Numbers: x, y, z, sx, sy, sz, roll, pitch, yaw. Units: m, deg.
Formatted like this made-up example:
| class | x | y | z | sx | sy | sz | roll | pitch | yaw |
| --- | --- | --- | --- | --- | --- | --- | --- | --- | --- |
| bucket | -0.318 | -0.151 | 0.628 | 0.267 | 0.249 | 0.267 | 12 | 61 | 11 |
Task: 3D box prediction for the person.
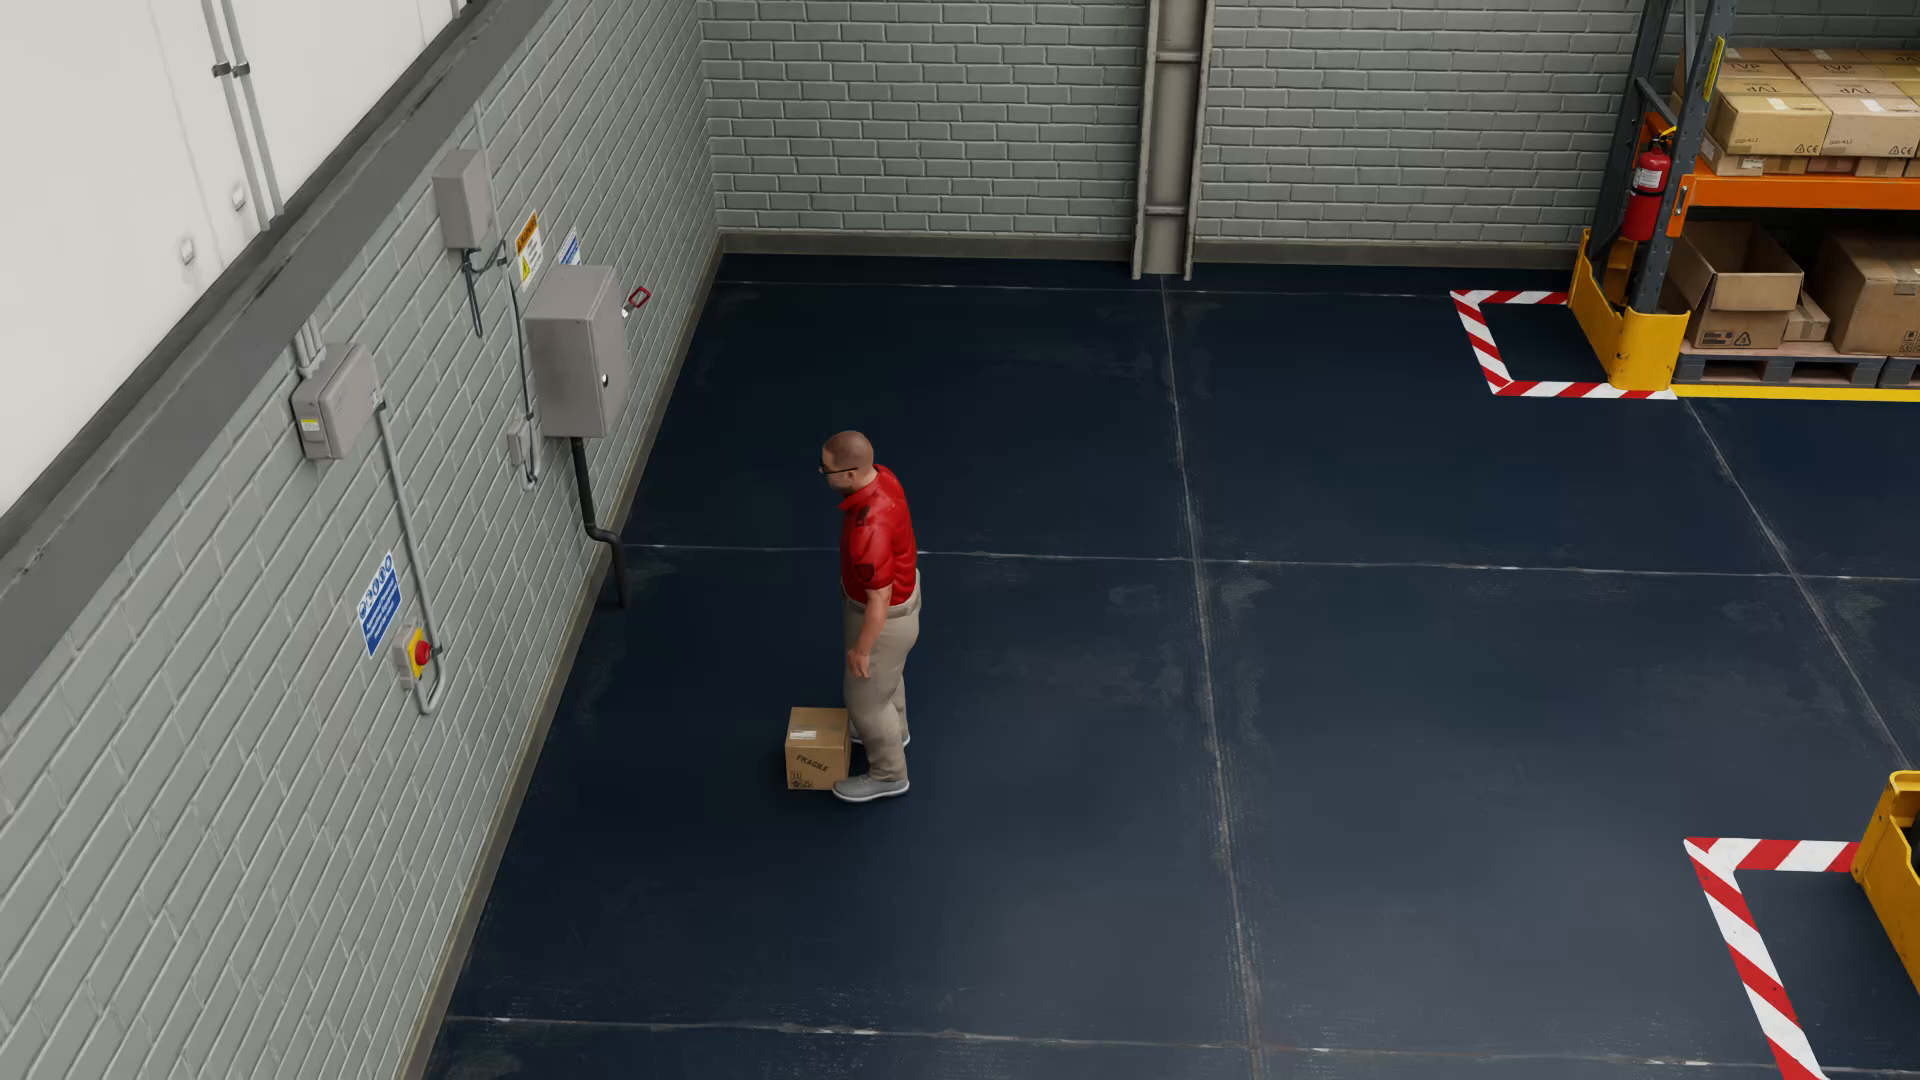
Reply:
| class | x | y | z | sx | sy | sz | roll | pitch | yaw |
| --- | --- | --- | --- | --- | --- | --- | --- | --- | --- |
| person | -0.355 | 0.332 | 6.739 | 0.389 | 1.638 | 0.587 | 1 | 35 | 2 |
